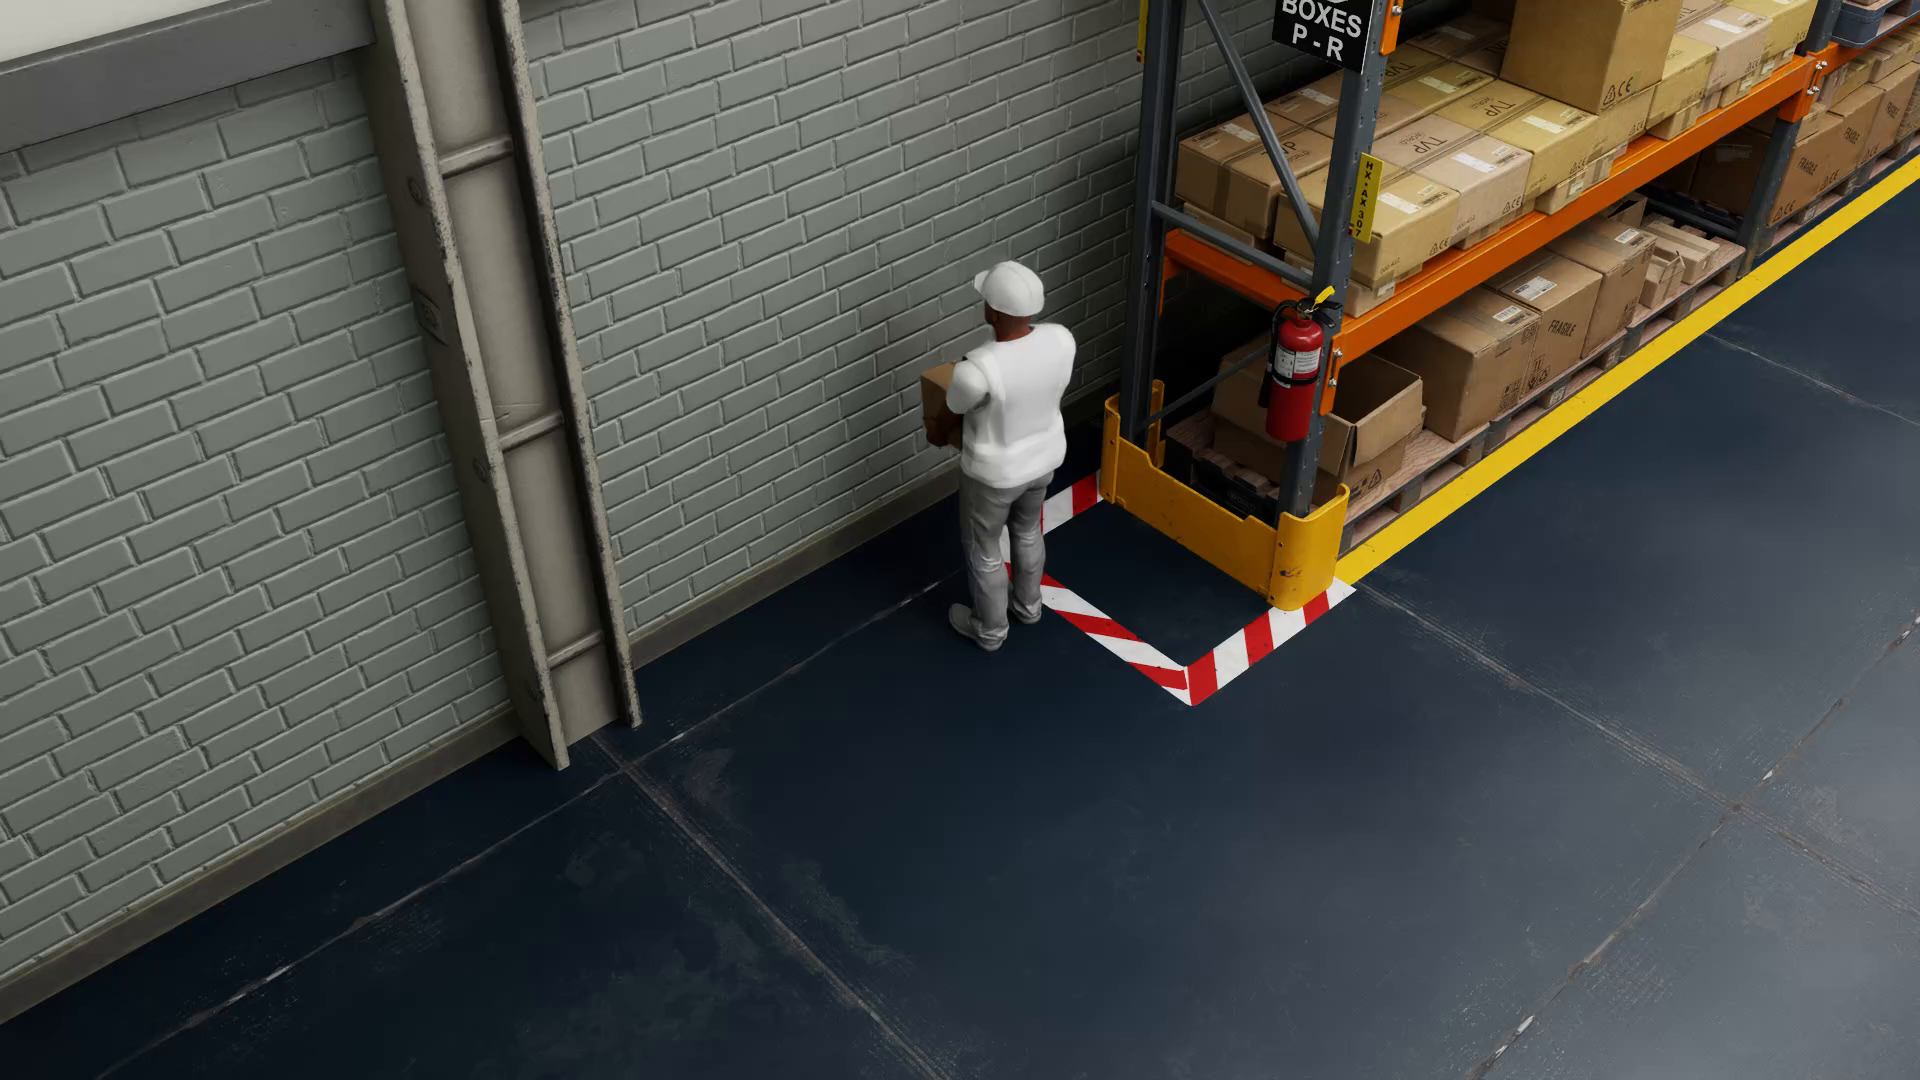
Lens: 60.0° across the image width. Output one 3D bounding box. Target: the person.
[{"bbox_3d":[0.117,-0.379,6.578,0.472,1.666,0.538,-24,45,-26],"label":"person"}]
